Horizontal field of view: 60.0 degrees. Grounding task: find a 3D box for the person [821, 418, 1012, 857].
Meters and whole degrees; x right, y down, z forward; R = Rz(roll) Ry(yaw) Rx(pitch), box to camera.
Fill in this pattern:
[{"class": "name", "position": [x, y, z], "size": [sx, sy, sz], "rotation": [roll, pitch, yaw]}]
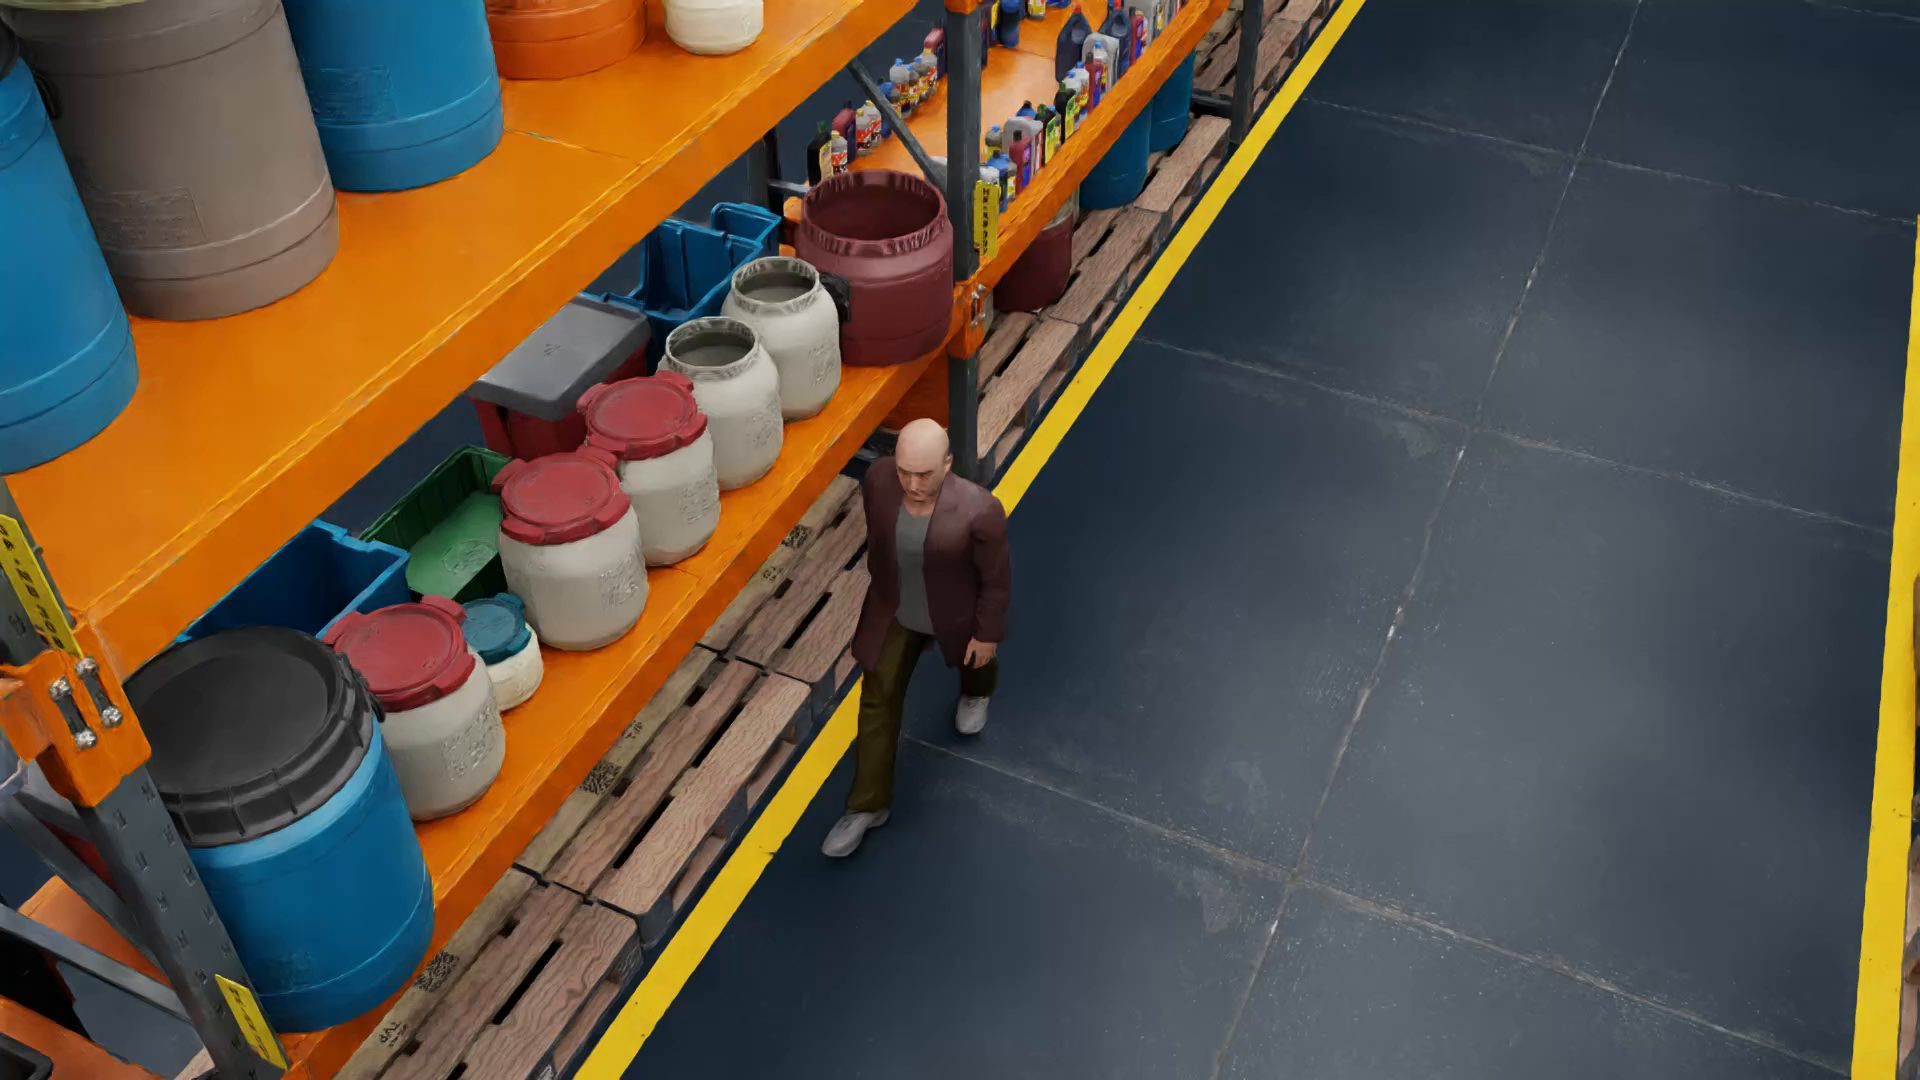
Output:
[{"class": "person", "position": [-0.120, 0.262, 5.878], "size": [0.595, 1.701, 1.152], "rotation": [14, 43, 15]}]
